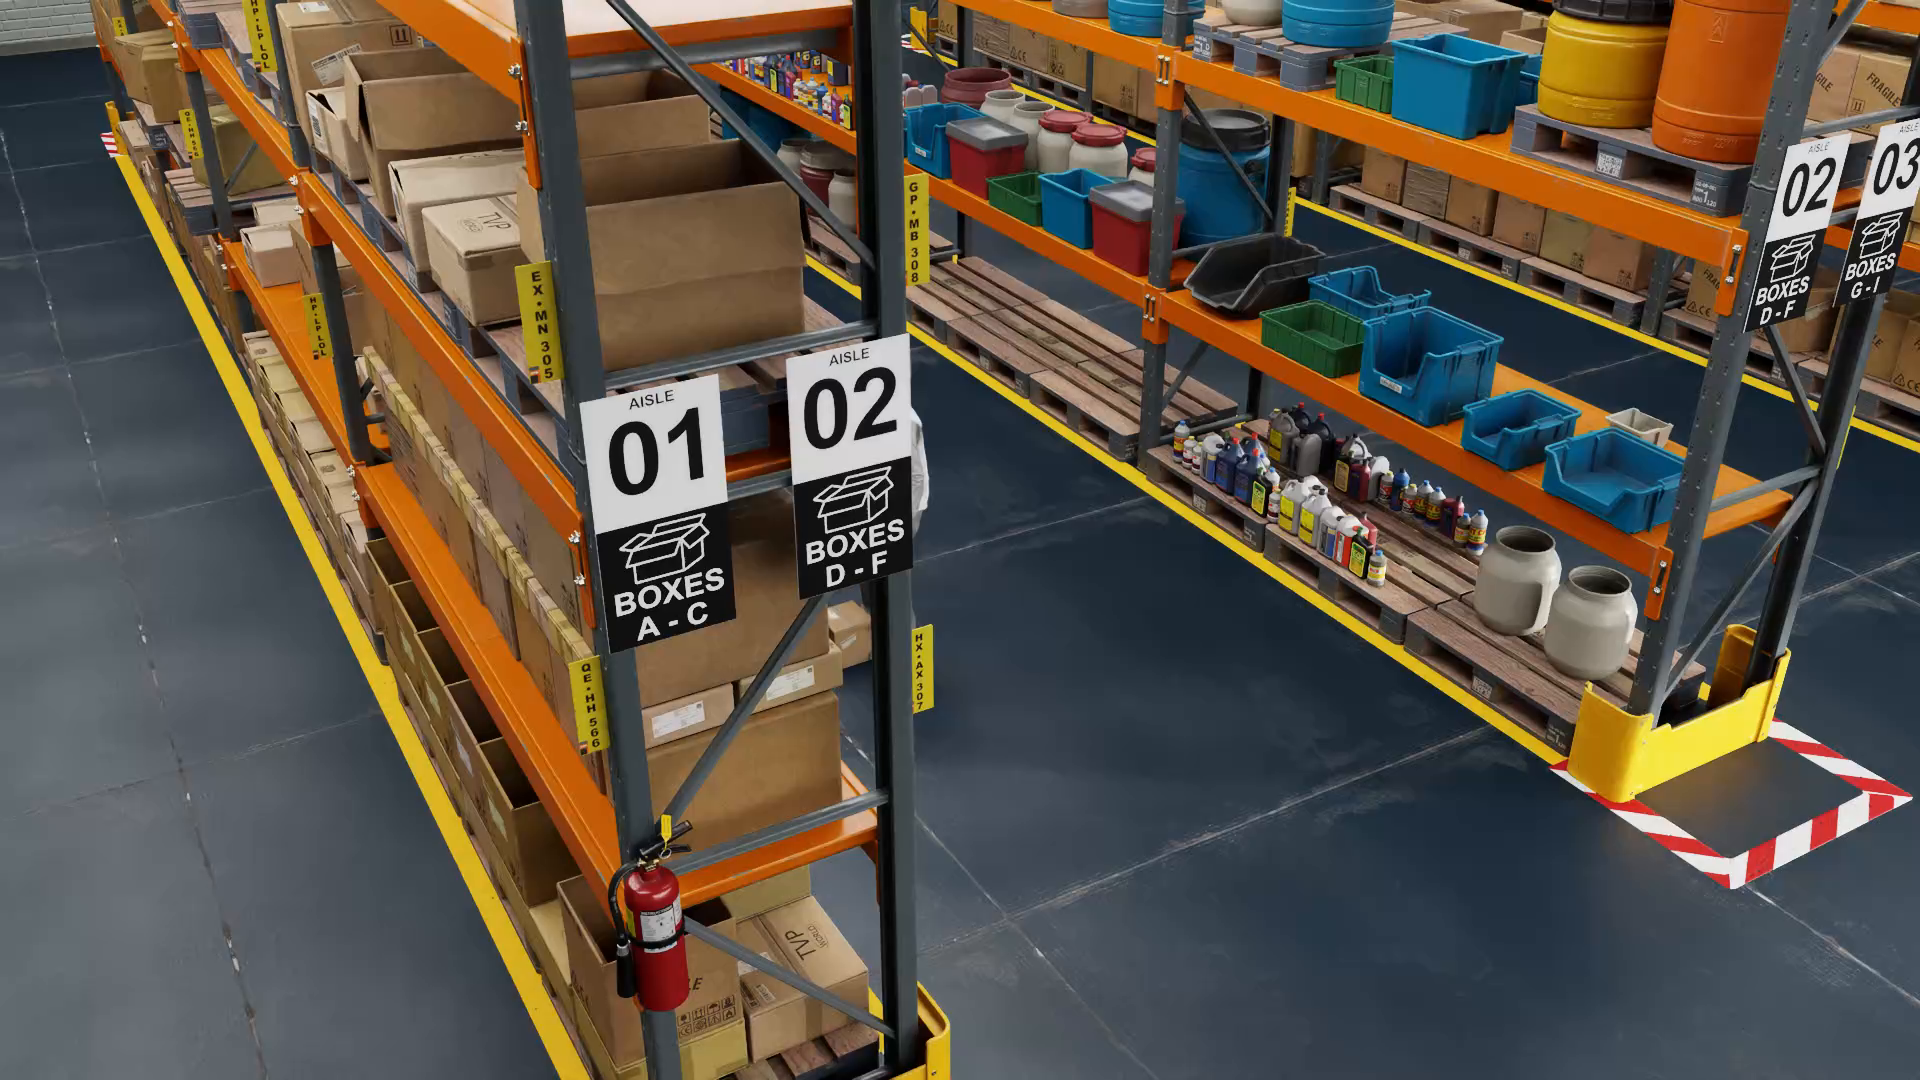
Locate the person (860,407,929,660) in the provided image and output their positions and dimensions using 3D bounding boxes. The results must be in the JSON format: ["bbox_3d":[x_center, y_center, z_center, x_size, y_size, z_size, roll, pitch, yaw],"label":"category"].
[{"bbox_3d":[-0.413,-0.206,8.916,0.463,1.767,0.582,-18,33,-29],"label":"person"}]
